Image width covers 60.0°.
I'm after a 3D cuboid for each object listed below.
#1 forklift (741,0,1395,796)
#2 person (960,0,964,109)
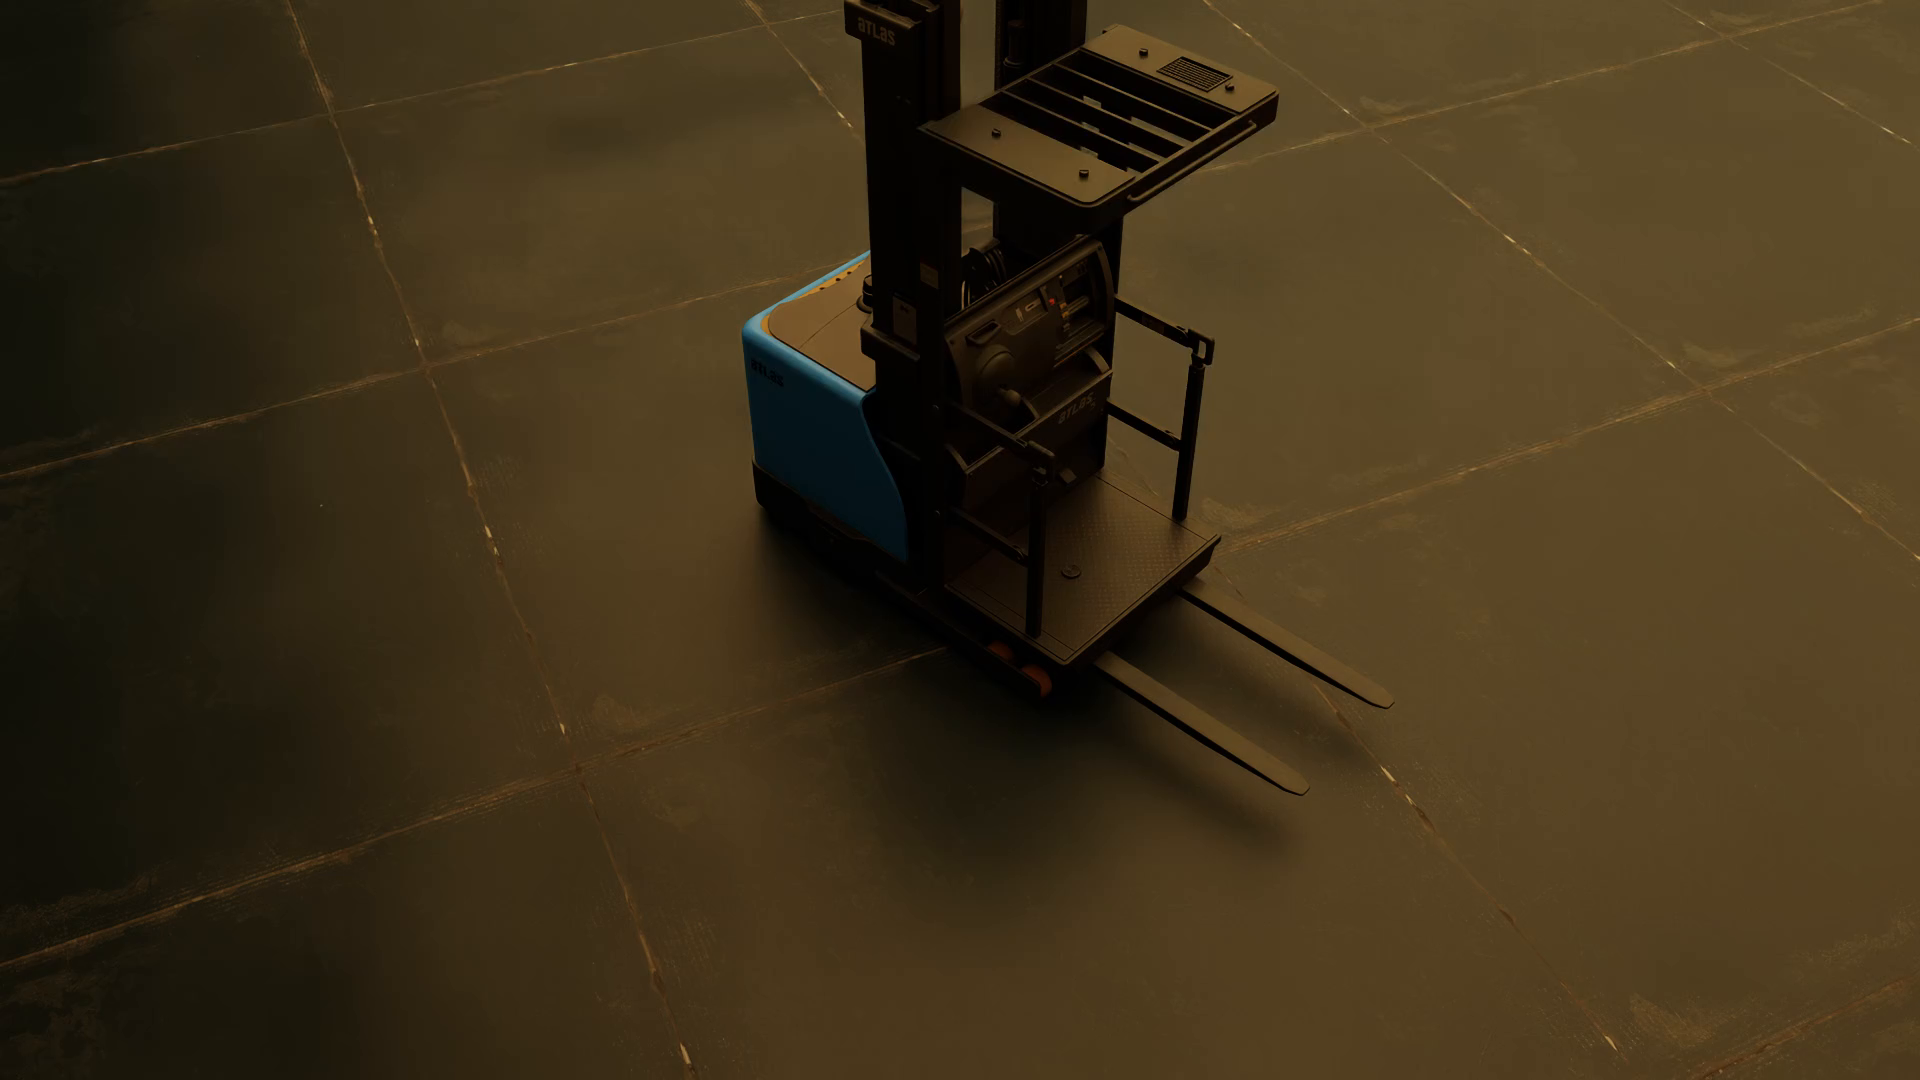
[{"bbox_3d":[0.445,-0.788,6.525,3.031,2.935,1.130,32,52,30],"label":"forklift"},{"bbox_3d":[-0.202,-3.232,10.099,0.532,1.678,0.434,-29,50,-27],"label":"person"}]
